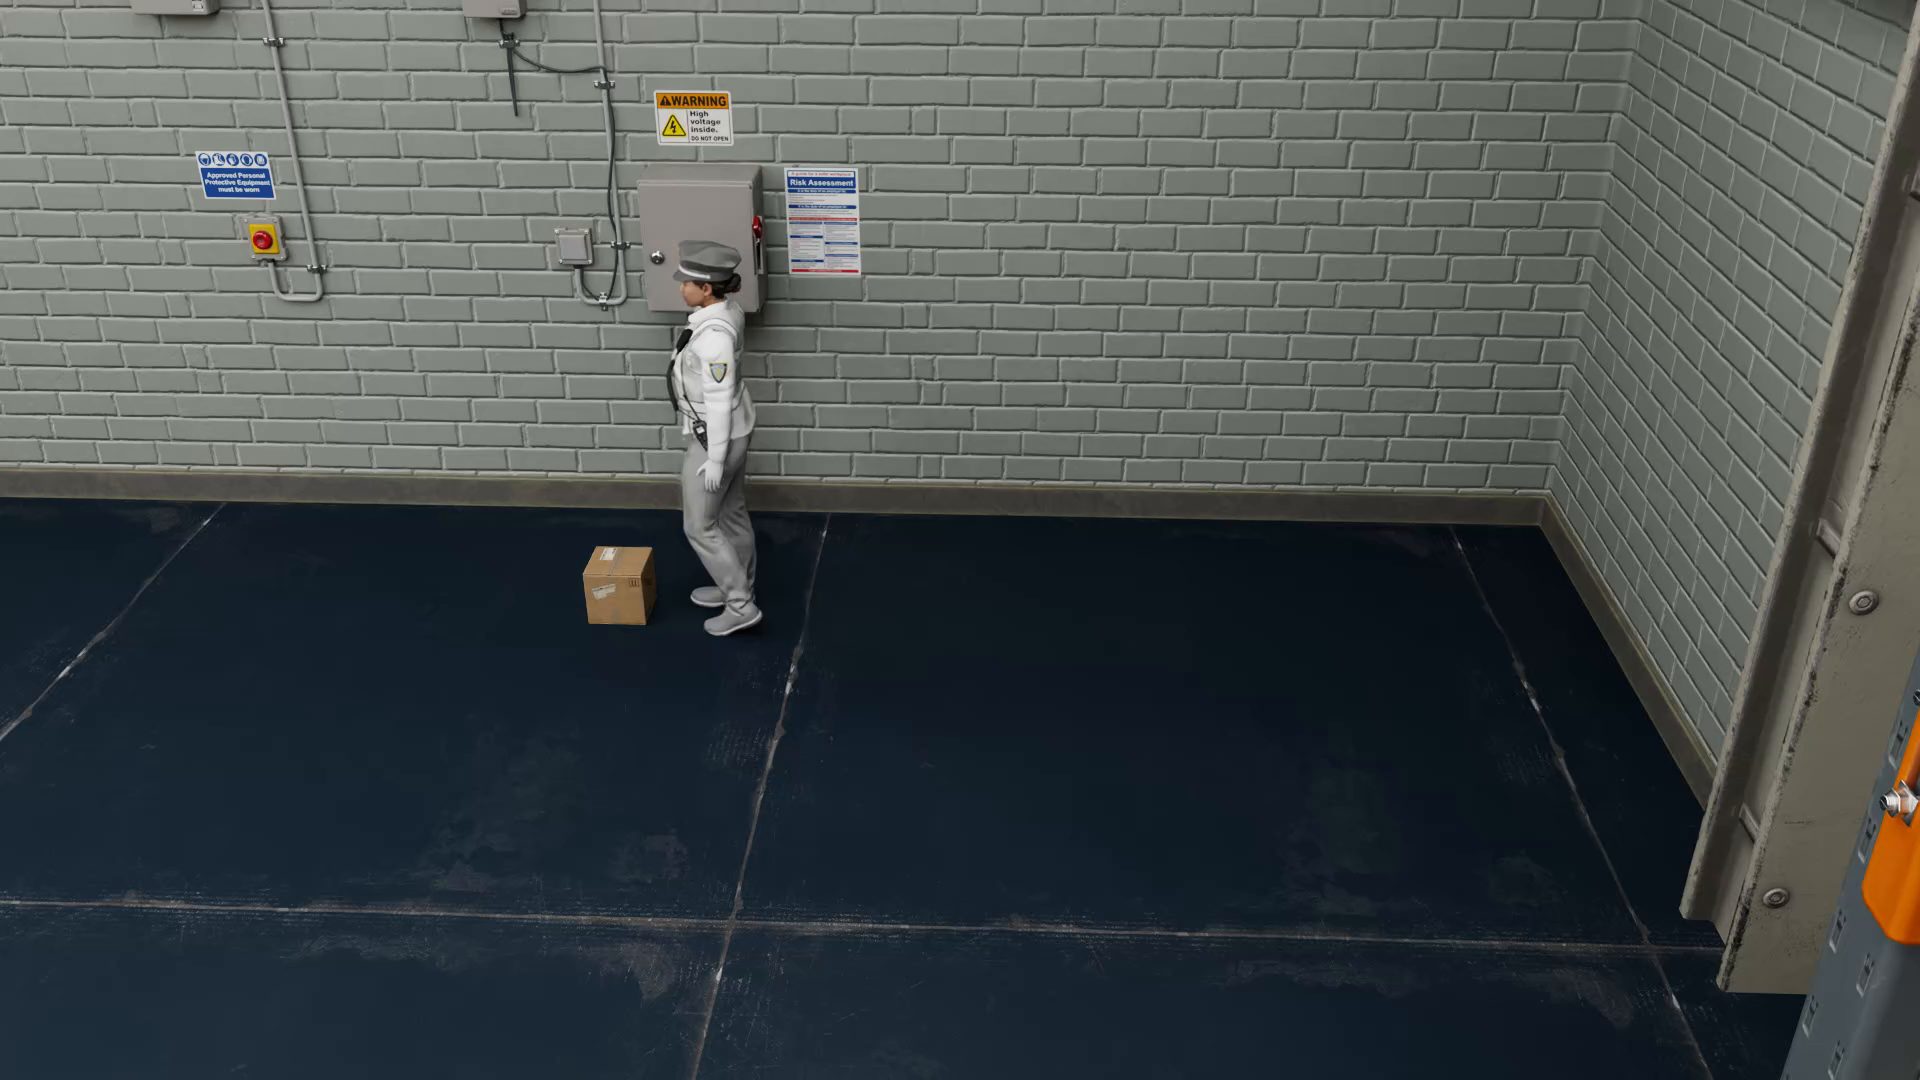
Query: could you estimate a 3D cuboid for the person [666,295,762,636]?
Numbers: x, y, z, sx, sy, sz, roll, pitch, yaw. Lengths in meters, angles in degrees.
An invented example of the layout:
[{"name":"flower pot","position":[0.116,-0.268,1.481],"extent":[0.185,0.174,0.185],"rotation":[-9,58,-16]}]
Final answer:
[{"name":"person","position":[-1.015,-0.317,6.958],"extent":[0.352,1.469,0.505],"rotation":[1,28,1]}]
